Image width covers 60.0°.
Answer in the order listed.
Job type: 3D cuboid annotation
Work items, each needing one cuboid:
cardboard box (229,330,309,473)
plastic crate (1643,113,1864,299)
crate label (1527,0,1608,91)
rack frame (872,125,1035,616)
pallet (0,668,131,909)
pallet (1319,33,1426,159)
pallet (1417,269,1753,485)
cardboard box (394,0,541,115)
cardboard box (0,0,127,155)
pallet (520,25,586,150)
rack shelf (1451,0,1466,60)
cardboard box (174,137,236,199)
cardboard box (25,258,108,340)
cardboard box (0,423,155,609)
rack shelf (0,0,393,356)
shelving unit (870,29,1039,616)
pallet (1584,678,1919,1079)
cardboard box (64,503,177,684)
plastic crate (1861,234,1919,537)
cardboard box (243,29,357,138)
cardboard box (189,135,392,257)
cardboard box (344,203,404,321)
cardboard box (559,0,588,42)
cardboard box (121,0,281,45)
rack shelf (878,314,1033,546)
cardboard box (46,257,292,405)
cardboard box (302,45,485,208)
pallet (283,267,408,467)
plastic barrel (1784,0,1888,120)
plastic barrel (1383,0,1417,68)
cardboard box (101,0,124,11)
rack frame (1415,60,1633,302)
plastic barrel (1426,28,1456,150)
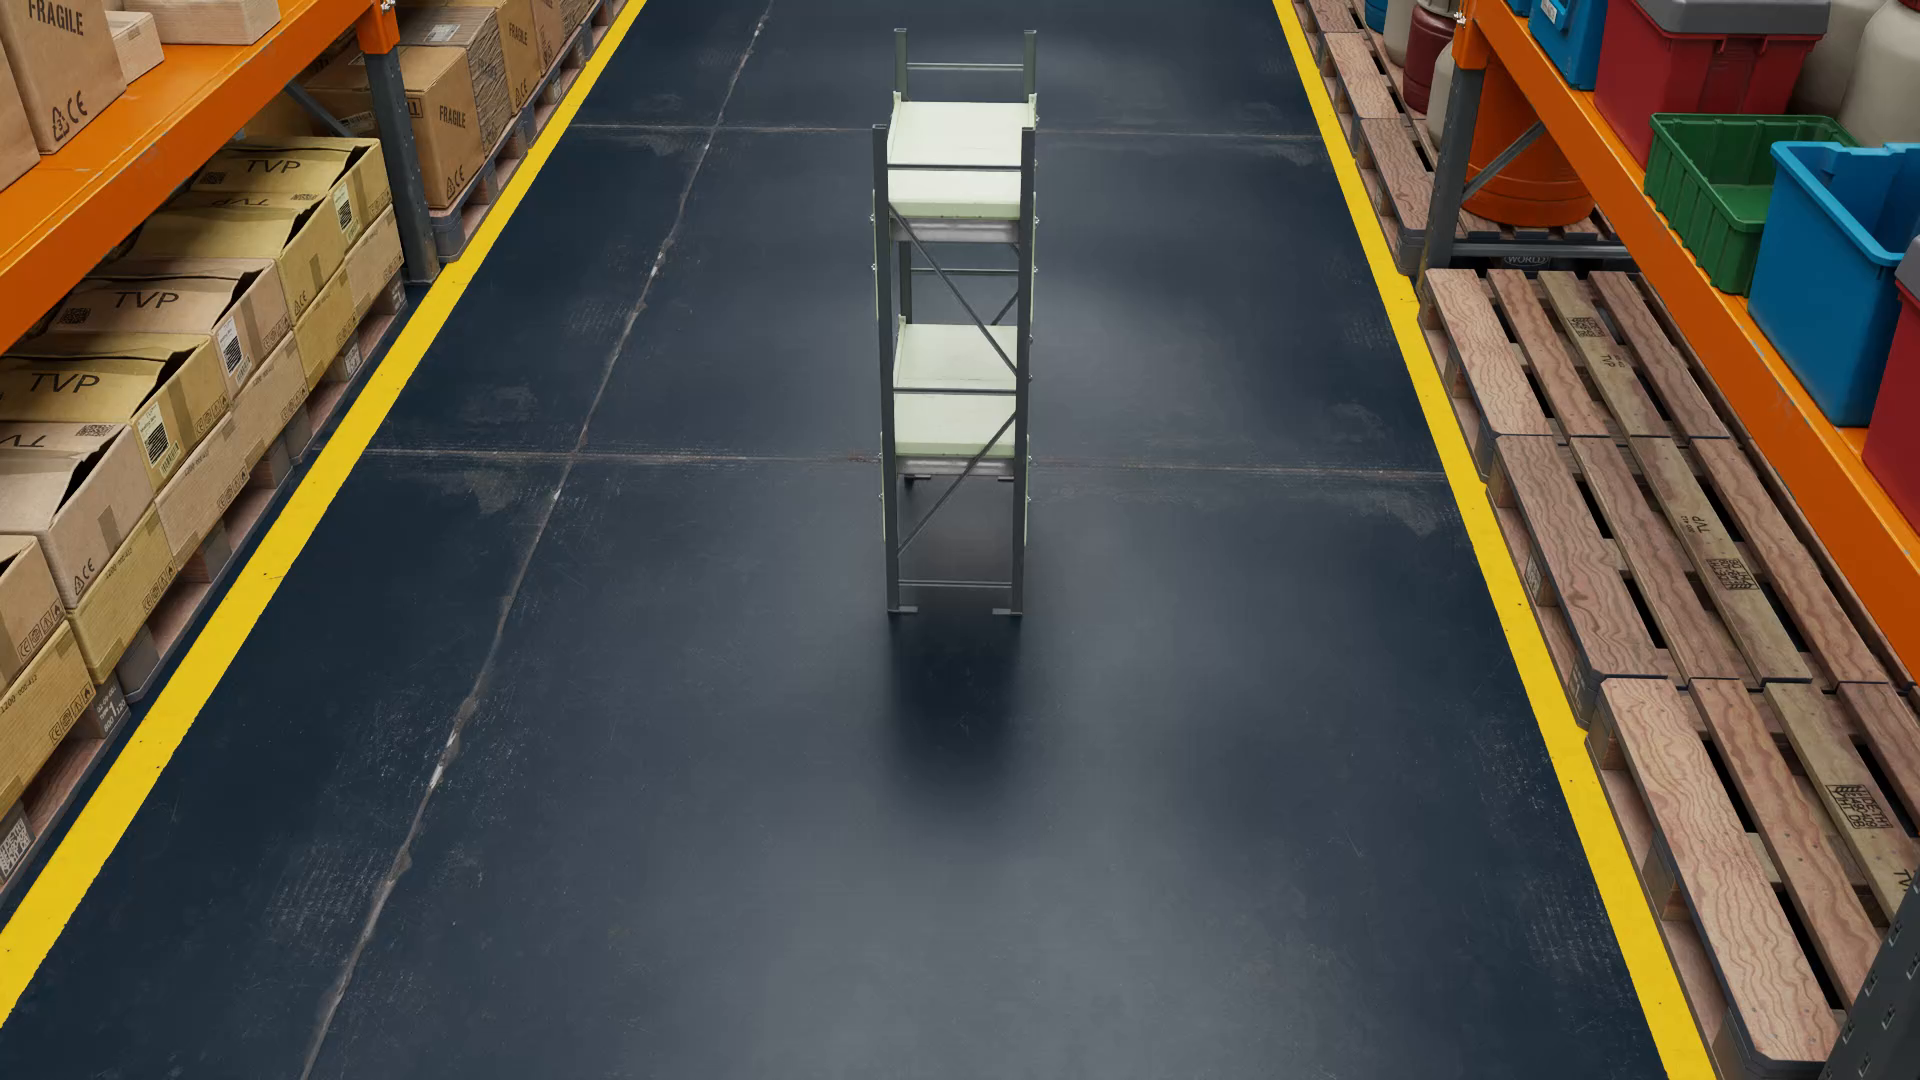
[{"bbox_3d":[-2.444,-0.454,5.313,0.500,0.250,0.500,2,35,3],"label":"cardboard box"},{"bbox_3d":[1.950,-0.806,3.972,0.450,0.188,0.662,1,35,2],"label":"plastic crate"},{"bbox_3d":[2.013,-1.633,4.934,0.502,0.435,0.616,1,35,2],"label":"crate label"},{"bbox_3d":[-0.015,-0.399,4.514,0.400,1.500,0.023,1,35,2],"label":"rack frame"},{"bbox_3d":[-2.796,0.715,4.049,1.003,0.211,1.213,1,35,2],"label":"pallet"},{"bbox_3d":[2.365,-2.195,8.190,1.003,0.211,1.213,1,35,2],"label":"pallet"},{"bbox_3d":[2.253,-0.598,5.918,1.003,0.211,1.213,1,35,2],"label":"pallet"},{"bbox_3d":[-2.282,-2.301,7.707,0.500,0.500,0.500,1,35,1],"label":"cardboard box"},{"bbox_3d":[-2.677,-1.376,4.513,0.500,0.500,0.500,0,35,-1],"label":"cardboard box"},{"bbox_3d":[-2.507,-2.286,8.319,1.003,0.211,1.213,1,35,2],"label":"pallet"},{"bbox_3d":[2.403,-3.038,7.590,1.077,0.370,4.000,1,35,2],"label":"rack shelf"},{"bbox_3d":[-2.941,-1.282,6.004,0.500,0.311,0.500,2,35,3],"label":"cardboard box"},{"bbox_3d":[-2.976,-0.687,5.157,0.500,0.311,0.500,0,35,1],"label":"cardboard box"},{"bbox_3d":[-2.476,-0.095,4.314,0.500,0.311,0.500,0,35,0],"label":"cardboard box"},{"bbox_3d":[-2.707,-0.856,4.486,1.077,0.370,4.000,1,35,2],"label":"rack shelf"},{"bbox_3d":[0.000,-0.610,4.813,0.431,1.500,0.755,1,35,2],"label":"shelving unit"},{"bbox_3d":[2.155,0.804,3.923,1.003,0.211,1.213,1,35,2],"label":"pallet"},{"bbox_3d":[-2.483,0.134,4.477,0.500,0.250,0.500,0,35,0],"label":"cardboard box"},{"bbox_3d":[1.876,-0.197,2.865,0.402,0.464,0.583,1,35,2],"label":"plastic crate"},{"bbox_3d":[-2.823,-2.000,7.278,0.500,0.500,0.500,3,35,4],"label":"cardboard box"},{"bbox_3d":[-2.401,-1.270,5.986,0.500,0.311,0.500,2,35,3],"label":"cardboard box"},{"bbox_3d":[-2.404,-1.039,6.146,0.500,0.250,0.500,2,35,3],"label":"cardboard box"},{"bbox_3d":[-2.248,-2.893,8.549,0.500,0.500,0.500,2,35,2],"label":"cardboard box"},{"bbox_3d":[-2.386,-1.674,5.242,0.380,0.149,0.250,1,35,2],"label":"cardboard box"},{"bbox_3d":[0.000,-0.343,5.001,0.431,0.370,0.720,1,35,2],"label":"rack shelf"},{"bbox_3d":[-2.439,-0.681,5.148,0.500,0.311,0.500,1,35,2],"label":"cardboard box"},{"bbox_3d":[-2.322,-1.712,6.869,0.500,0.500,0.500,3,35,4],"label":"cardboard box"},{"bbox_3d":[-2.698,-0.687,6.044,1.003,0.211,1.213,1,35,2],"label":"pallet"},{"bbox_3d":[2.478,-1.391,4.523,0.421,0.512,0.421,0,35,0],"label":"plastic barrel"},{"bbox_3d":[2.304,-2.594,8.131,0.421,0.512,0.421,0,35,0],"label":"plastic barrel"},{"bbox_3d":[-2.856,-1.754,5.215,0.500,0.311,0.500,1,35,1],"label":"cardboard box"},{"bbox_3d":[2.323,-2.183,5.748,1.000,3.000,0.127,1,35,2],"label":"rack frame"},{"bbox_3d":[2.259,-1.945,7.208,0.421,0.512,0.421,0,35,0],"label":"plastic barrel"}]
